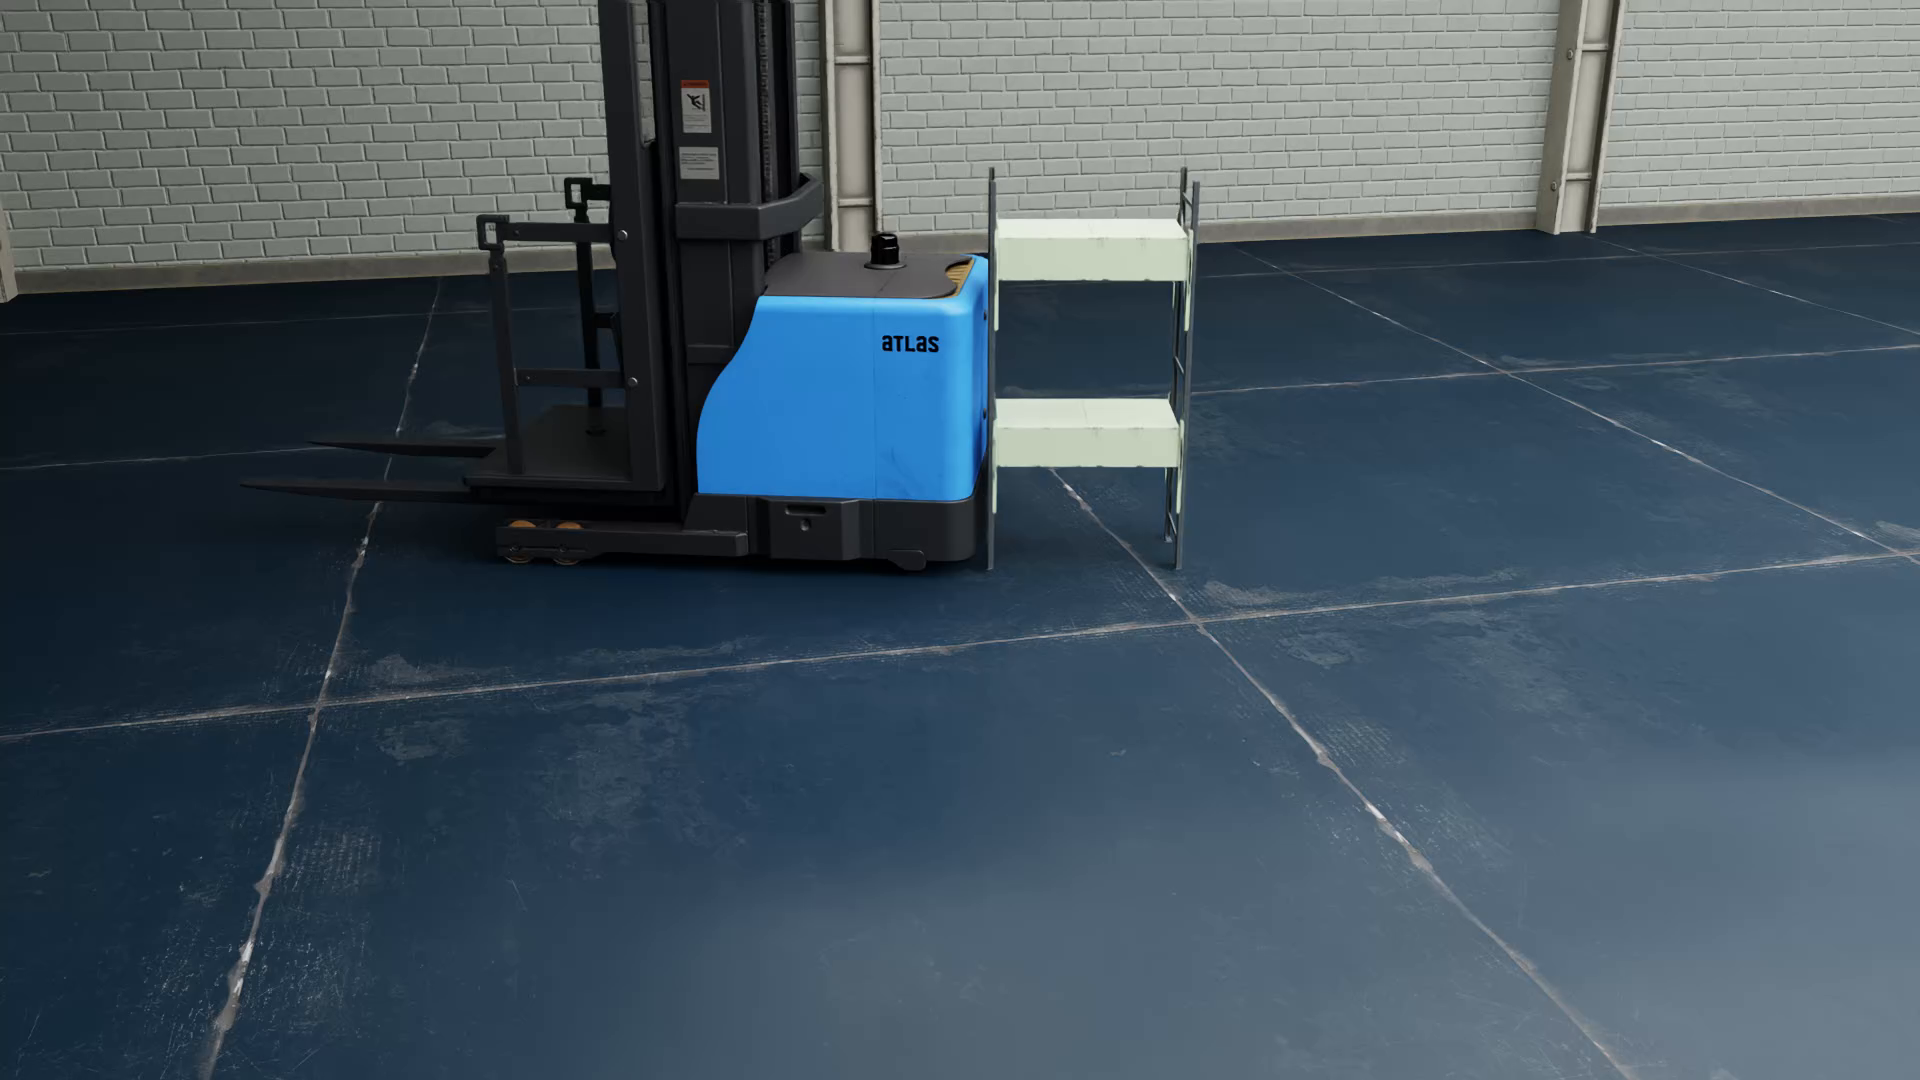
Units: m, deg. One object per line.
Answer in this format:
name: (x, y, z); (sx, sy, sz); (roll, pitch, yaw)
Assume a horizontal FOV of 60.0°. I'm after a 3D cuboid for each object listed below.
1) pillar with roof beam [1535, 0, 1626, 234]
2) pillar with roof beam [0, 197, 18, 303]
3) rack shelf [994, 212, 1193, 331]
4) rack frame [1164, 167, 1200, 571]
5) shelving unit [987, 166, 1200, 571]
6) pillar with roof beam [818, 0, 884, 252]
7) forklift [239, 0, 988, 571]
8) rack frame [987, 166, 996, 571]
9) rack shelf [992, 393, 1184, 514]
pillar with roof beam: (6.032, -5.367, 8.383); (0.400, 9.000, 9.100); (-5, 21, -12)
pillar with roof beam: (-5.646, -4.417, 5.791); (0.400, 9.000, 9.100); (-5, 21, -12)
rack shelf: (0.486, -1.018, 6.280); (0.720, 0.370, 0.431); (0, 20, 0)
rack frame: (0.852, -0.651, 6.412); (0.023, 1.500, 0.400); (0, 20, 0)
shelving unit: (0.486, -0.652, 6.414); (0.755, 1.500, 0.431); (0, 20, 0)
pillar with roof beam: (0.193, -4.892, 7.087); (0.400, 9.000, 9.100); (-5, 21, -12)
forklift: (-1.405, -1.455, 6.524); (3.031, 2.935, 1.130); (2, 20, 6)
rack frame: (0.120, -0.653, 6.416); (0.023, 1.500, 0.400); (0, 20, 0)
rack shelf: (0.486, -0.346, 6.526); (0.720, 0.370, 0.431); (0, 20, 0)
